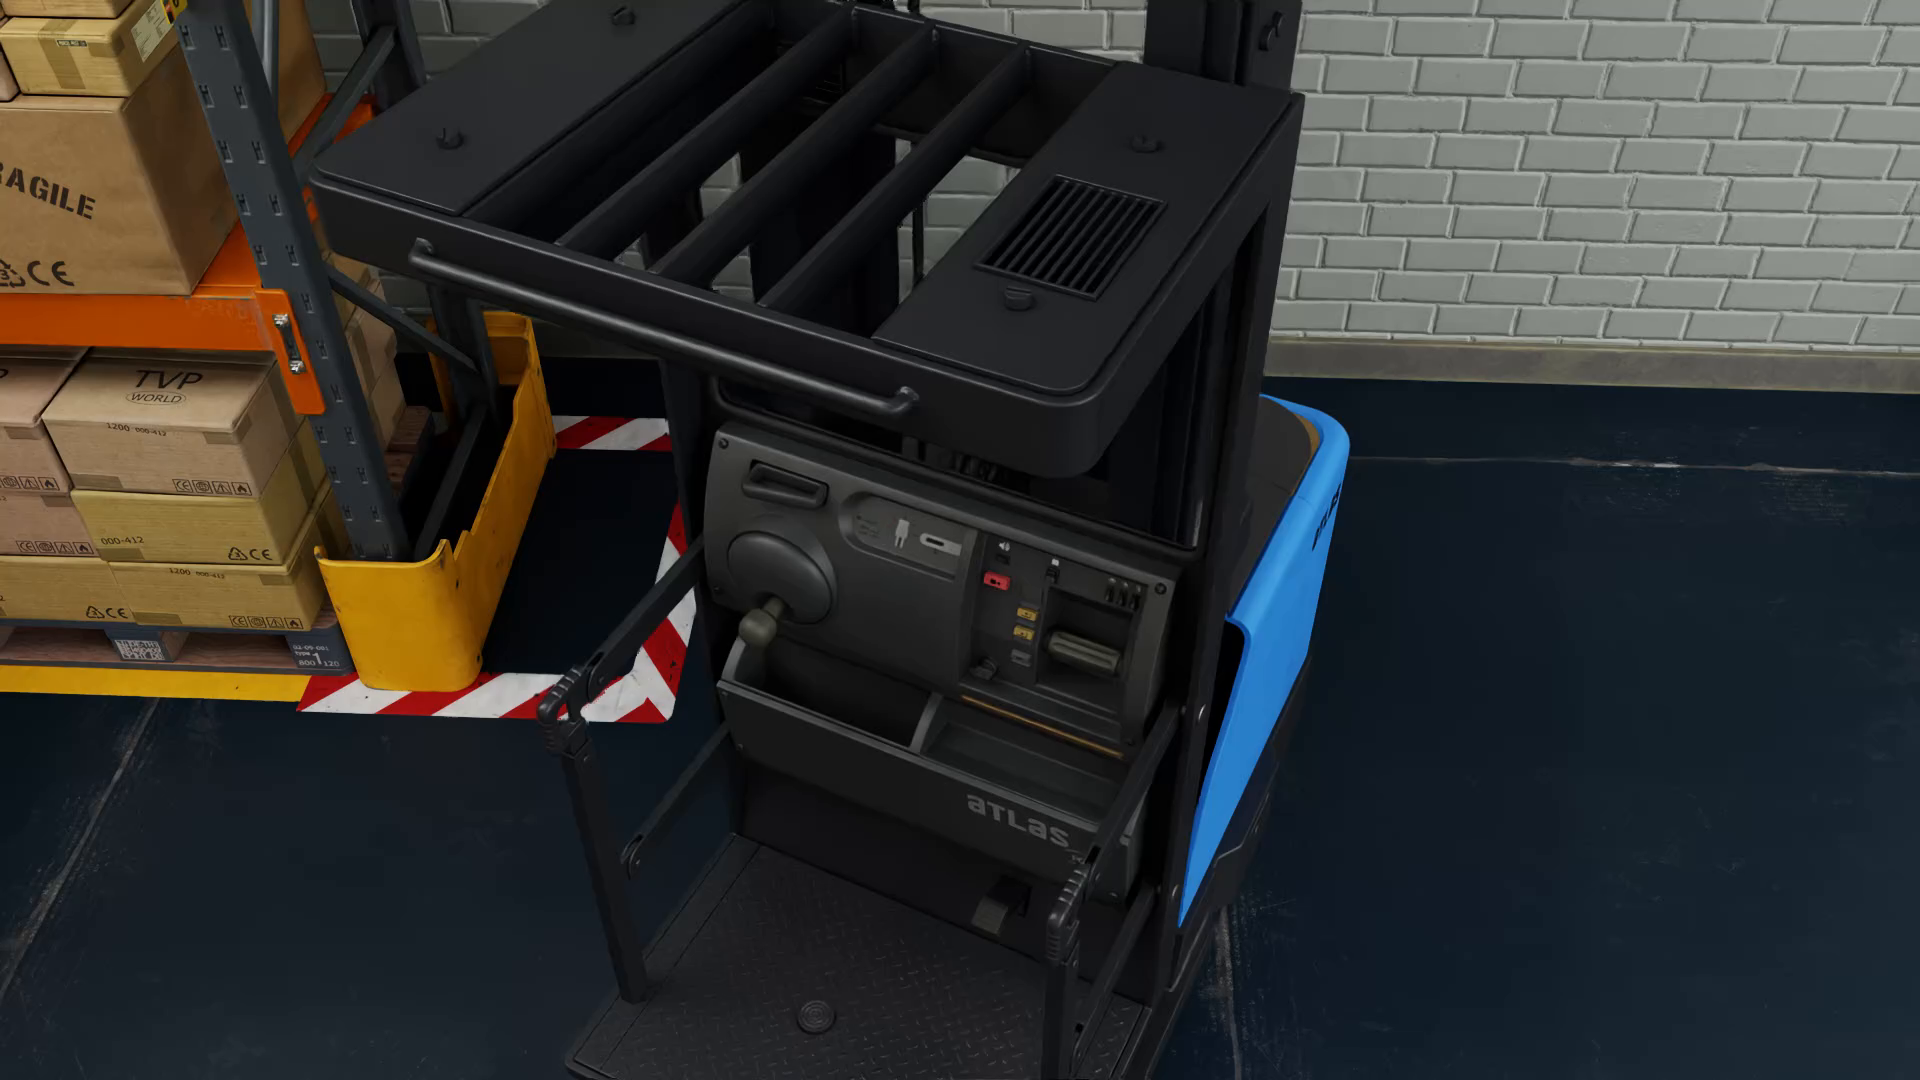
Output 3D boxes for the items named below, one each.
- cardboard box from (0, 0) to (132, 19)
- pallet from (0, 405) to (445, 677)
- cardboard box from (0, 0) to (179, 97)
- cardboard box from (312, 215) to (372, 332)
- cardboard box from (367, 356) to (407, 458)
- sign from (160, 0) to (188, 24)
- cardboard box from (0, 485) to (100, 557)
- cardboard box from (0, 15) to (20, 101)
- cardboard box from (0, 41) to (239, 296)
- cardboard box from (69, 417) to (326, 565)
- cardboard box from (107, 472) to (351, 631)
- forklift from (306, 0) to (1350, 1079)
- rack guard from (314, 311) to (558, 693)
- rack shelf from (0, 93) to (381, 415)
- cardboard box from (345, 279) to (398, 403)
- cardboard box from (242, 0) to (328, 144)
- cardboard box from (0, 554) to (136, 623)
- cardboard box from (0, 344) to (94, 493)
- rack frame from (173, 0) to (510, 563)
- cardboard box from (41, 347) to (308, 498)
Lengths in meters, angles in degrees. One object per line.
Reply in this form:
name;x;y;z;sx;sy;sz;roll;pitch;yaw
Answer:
cardboard box;-1.940;-1.313;3.691;0.250;0.149;0.380;2;43;2
pallet;-2.338;-0.037;5.135;1.213;0.211;1.003;2;43;2
cardboard box;-1.931;-1.156;3.741;0.250;0.149;0.380;2;43;3
cardboard box;-2.044;-0.719;4.797;0.500;0.250;0.500;1;43;1
cardboard box;-2.054;-0.358;5.143;0.500;0.250;0.500;2;43;2
sign;-1.611;-1.204;3.318;0.005;0.325;0.100;2;43;2
cardboard box;-2.573;-0.218;4.625;0.500;0.250;0.500;1;43;1
cardboard box;-2.188;-1.144;3.728;0.250;0.149;0.380;2;43;3
cardboard box;-2.076;-0.935;3.980;0.500;0.500;0.500;1;43;1
cardboard box;-2.073;-0.195;4.601;0.500;0.250;0.500;1;43;1
cardboard box;-2.056;-0.009;4.768;0.500;0.250;0.500;2;43;2
forklift;-0.154;0.173;2.914;1.130;2.935;3.031;19;46;19
rack guard;-1.548;-0.147;5.041;0.348;0.500;1.175;2;43;2
rack shelf;-3.570;-0.861;4.501;4.000;0.370;1.077;2;43;2
cardboard box;-2.033;-0.549;4.981;0.500;0.250;0.500;2;43;3
cardboard box;-2.055;-1.303;4.375;0.500;0.500;0.500;3;43;3
cardboard box;-2.552;-0.031;4.792;0.500;0.250;0.500;2;43;2
cardboard box;-2.557;-0.389;4.443;0.500;0.250;0.500;2;43;3
rack frame;-1.572;-1.062;4.190;0.127;3.000;1.000;2;43;2
cardboard box;-2.046;-0.378;4.430;0.500;0.250;0.500;3;43;3
